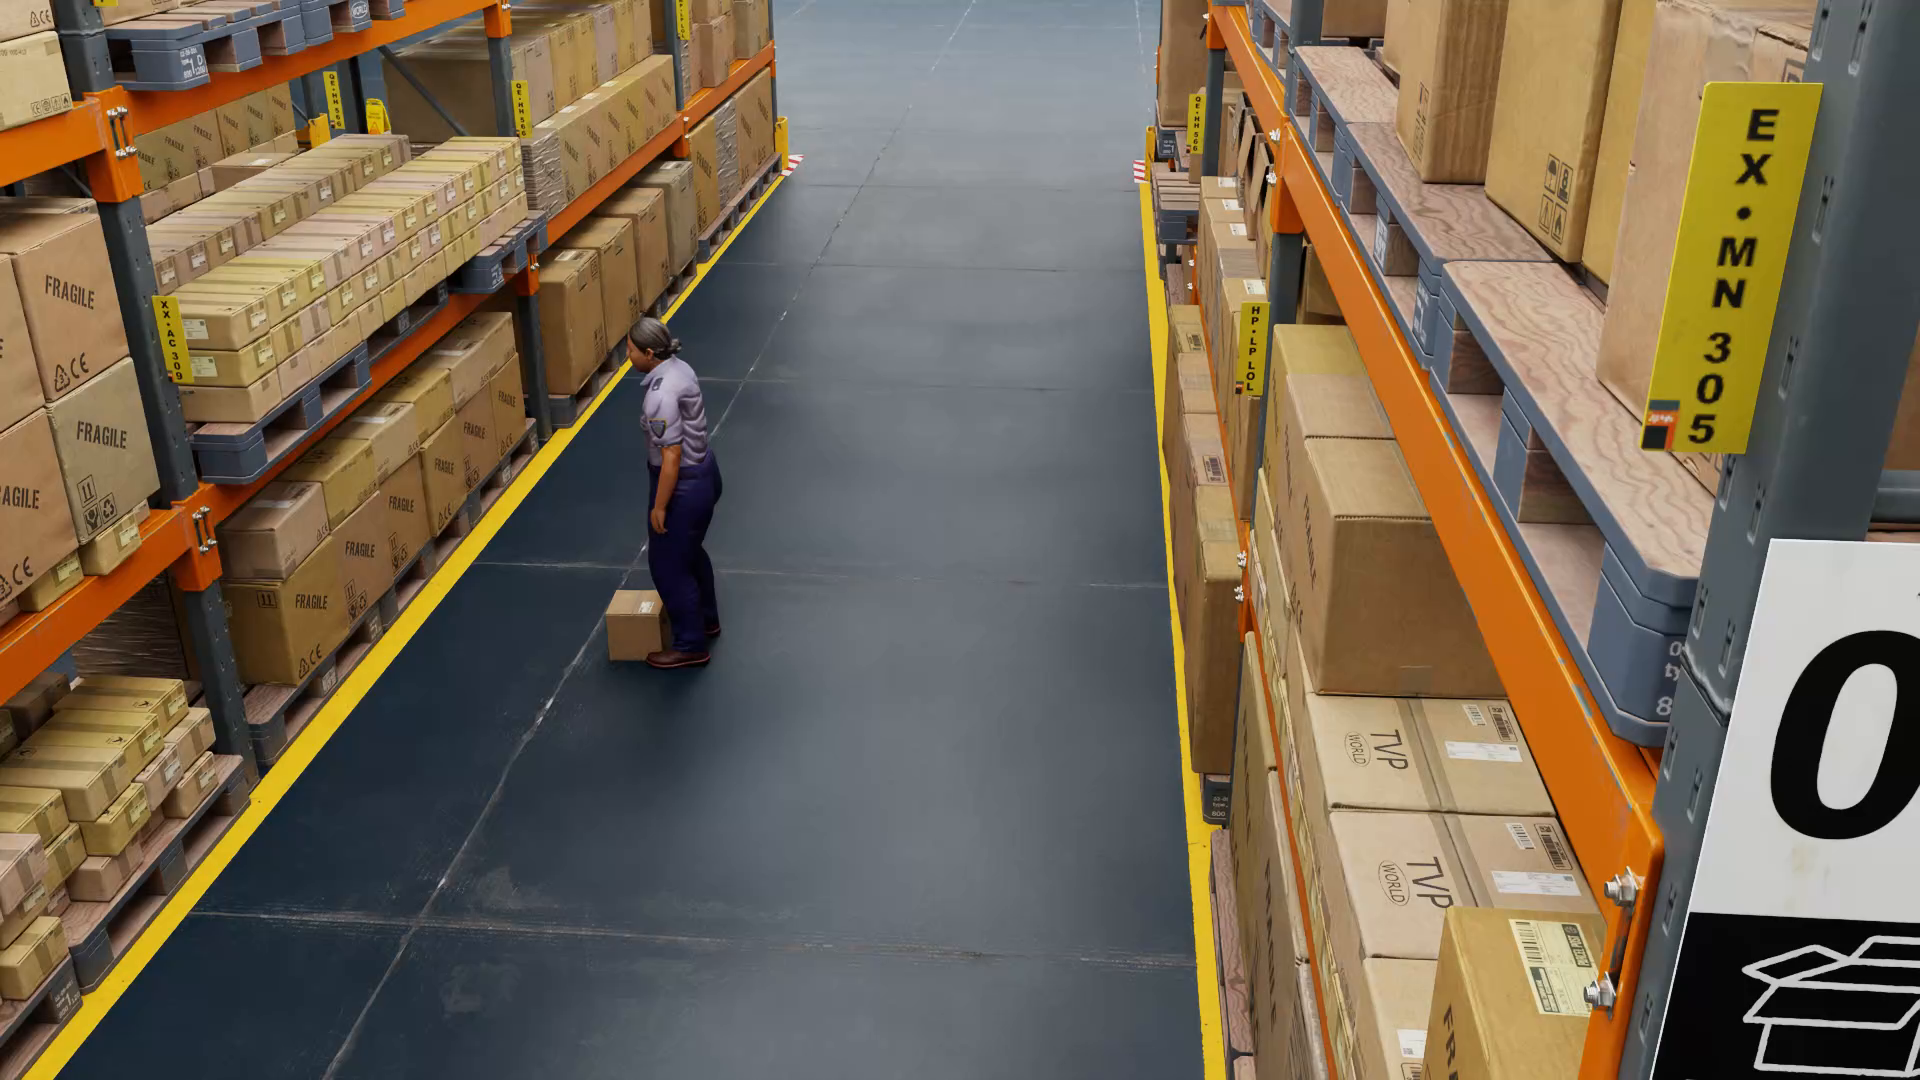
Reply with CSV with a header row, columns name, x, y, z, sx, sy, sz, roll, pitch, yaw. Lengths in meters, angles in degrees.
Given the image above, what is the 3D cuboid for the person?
name,x,y,z,sx,sy,sz,roll,pitch,yaw
person,-1.288,-0.229,7.612,0.367,1.652,0.543,2,25,4
